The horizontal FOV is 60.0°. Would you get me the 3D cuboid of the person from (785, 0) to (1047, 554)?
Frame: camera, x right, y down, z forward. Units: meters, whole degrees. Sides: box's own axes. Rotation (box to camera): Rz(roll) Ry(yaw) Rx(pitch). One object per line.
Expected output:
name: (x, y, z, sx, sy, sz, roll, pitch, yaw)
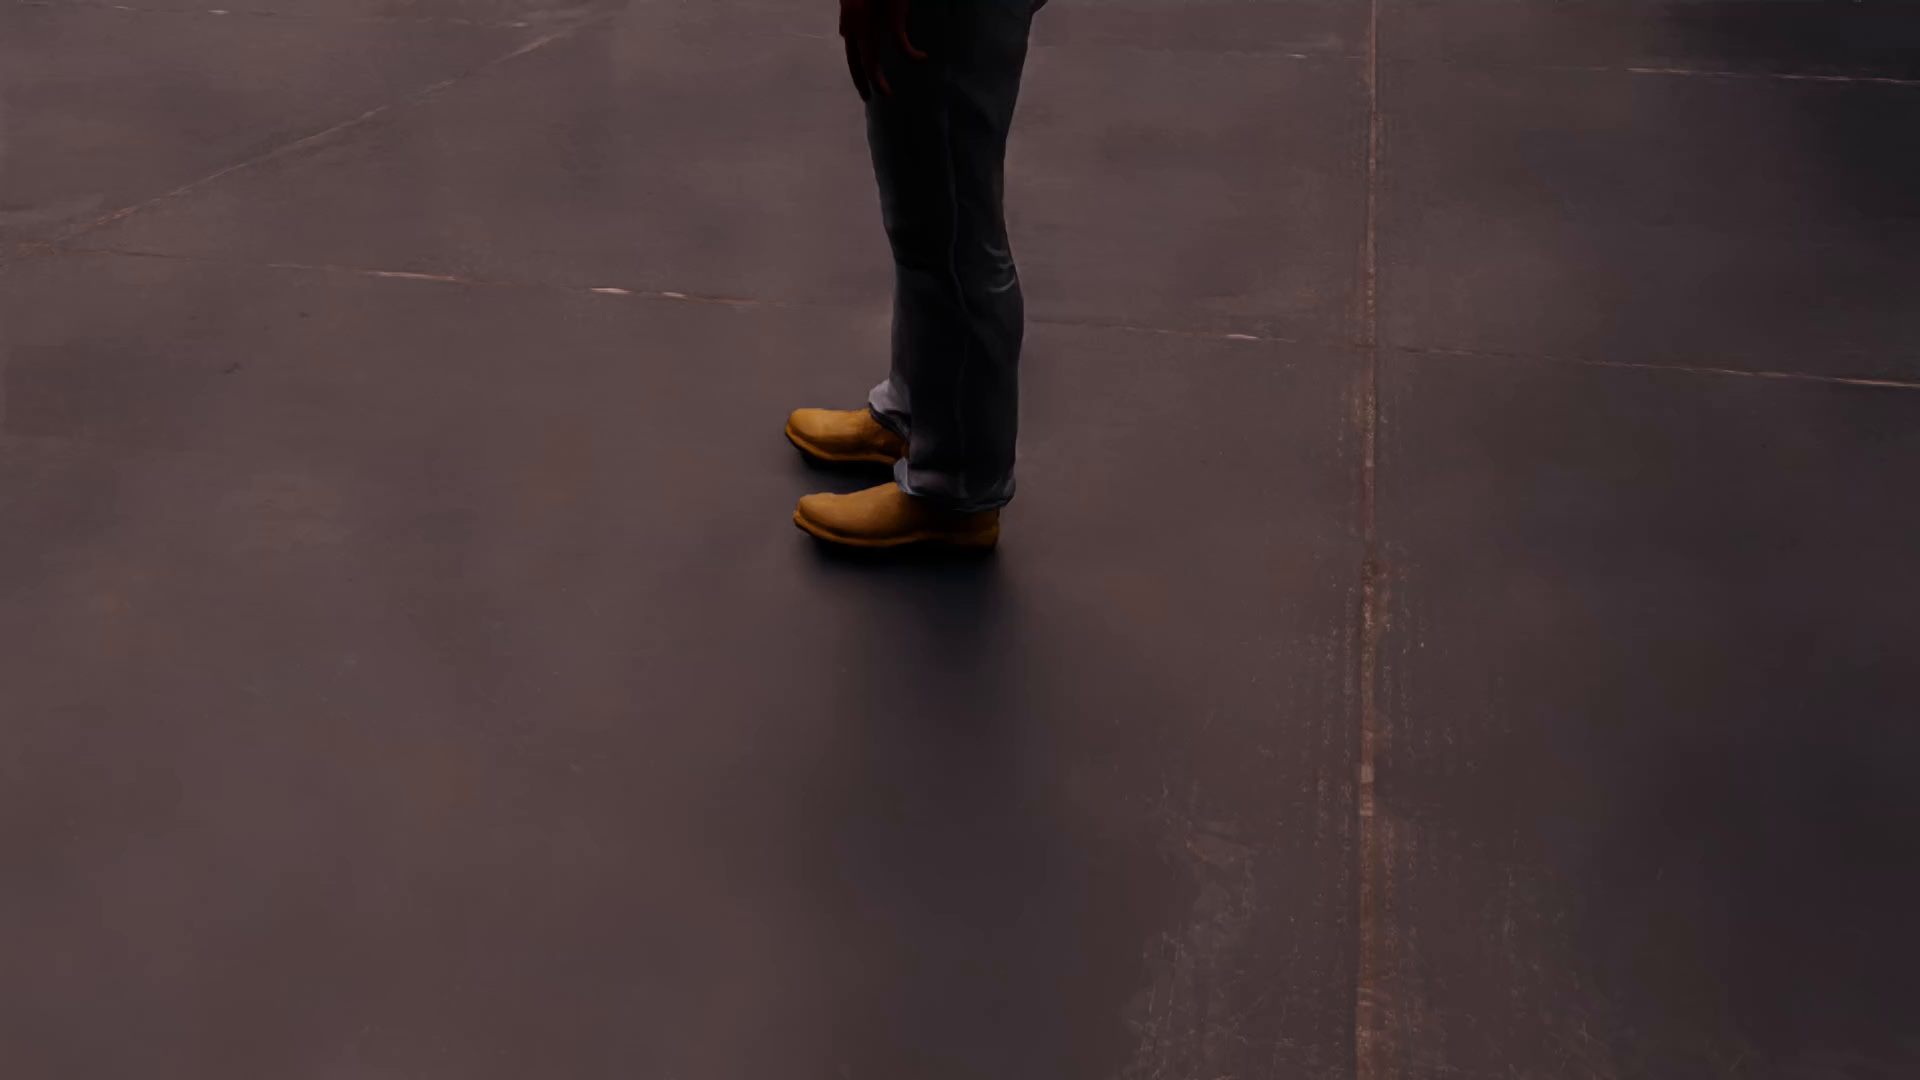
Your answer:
person: (-0.067, -0.801, 2.119, 0.576, 1.760, 0.665, 6, 27, 11)
